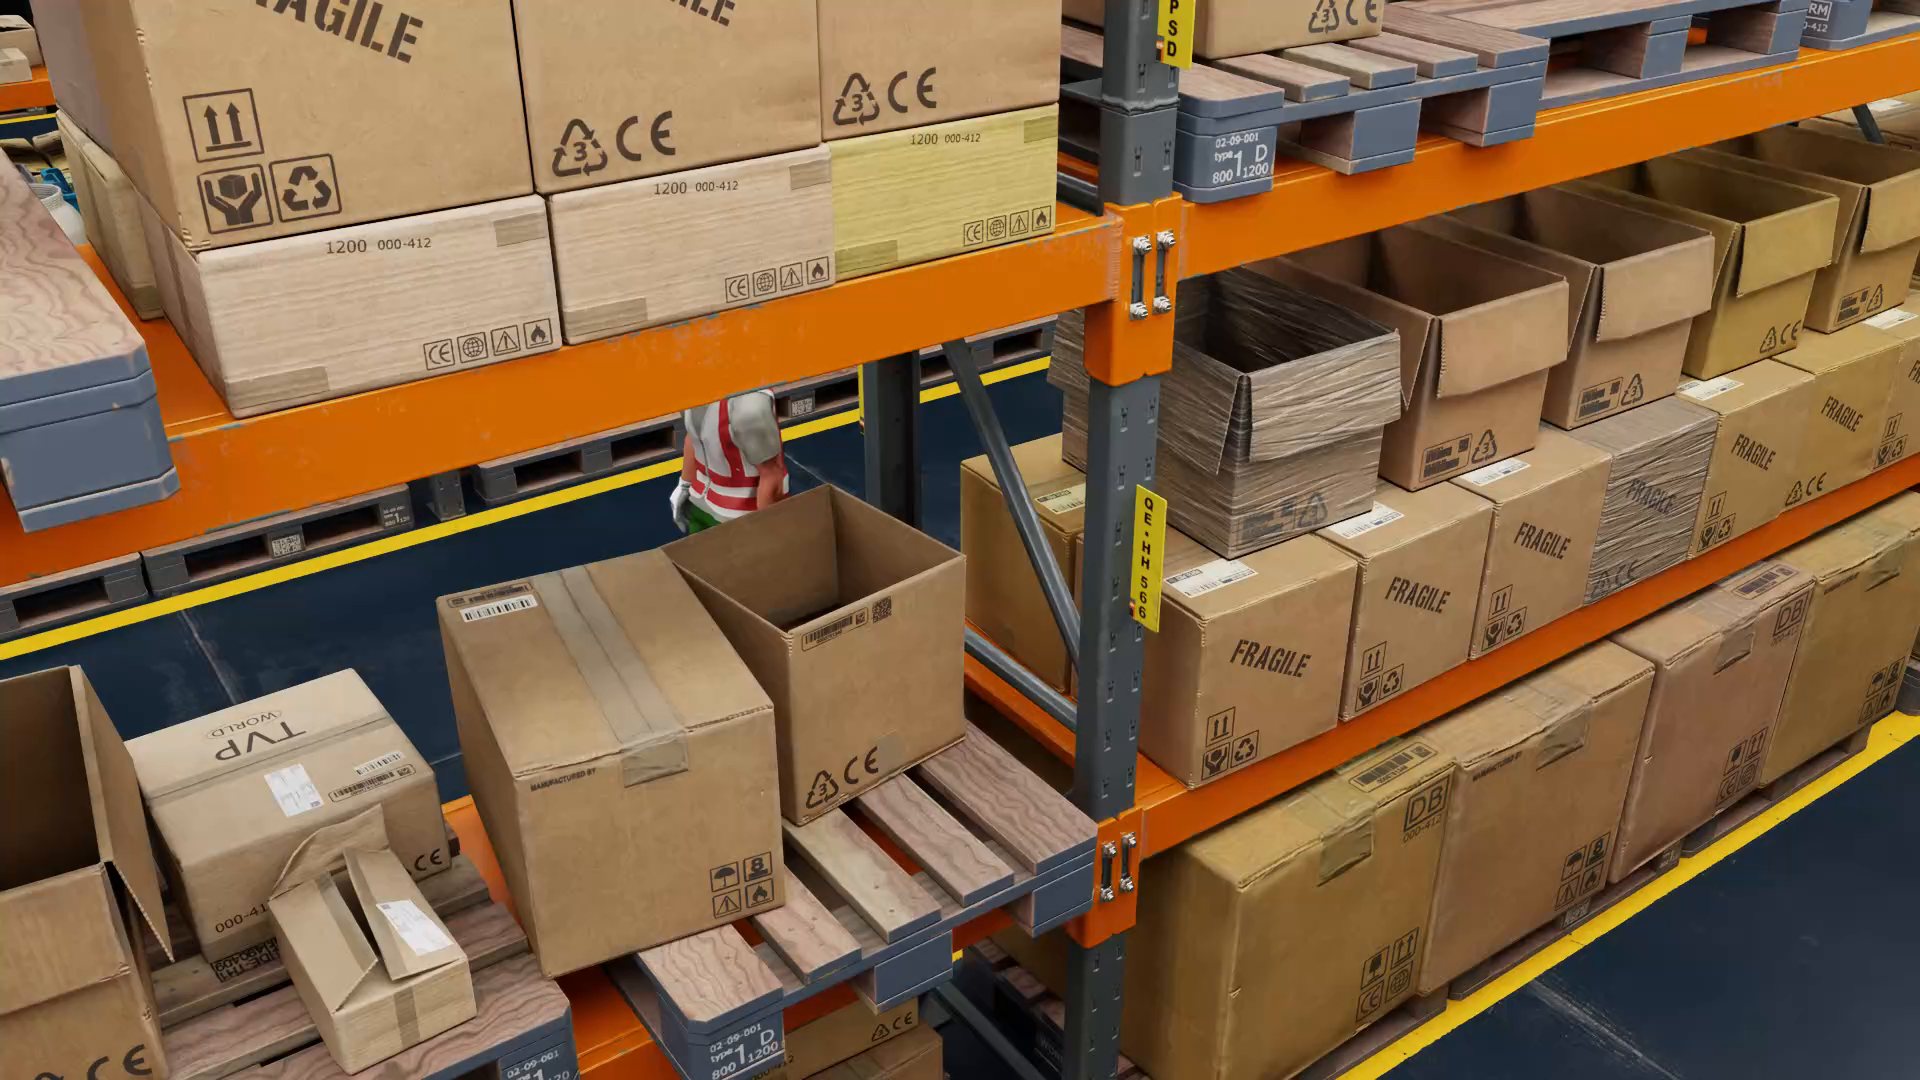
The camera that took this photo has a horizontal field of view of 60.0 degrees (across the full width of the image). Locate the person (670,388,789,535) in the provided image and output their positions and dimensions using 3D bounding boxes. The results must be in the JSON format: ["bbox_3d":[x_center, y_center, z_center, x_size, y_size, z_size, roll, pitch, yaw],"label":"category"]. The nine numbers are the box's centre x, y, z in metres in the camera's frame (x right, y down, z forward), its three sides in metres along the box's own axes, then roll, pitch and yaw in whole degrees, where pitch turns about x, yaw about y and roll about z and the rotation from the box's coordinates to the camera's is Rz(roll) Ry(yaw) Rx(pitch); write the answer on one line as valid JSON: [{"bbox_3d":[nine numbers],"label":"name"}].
[{"bbox_3d":[-0.883,-0.091,6.274,0.446,1.780,0.620,-21,35,-33],"label":"person"}]
